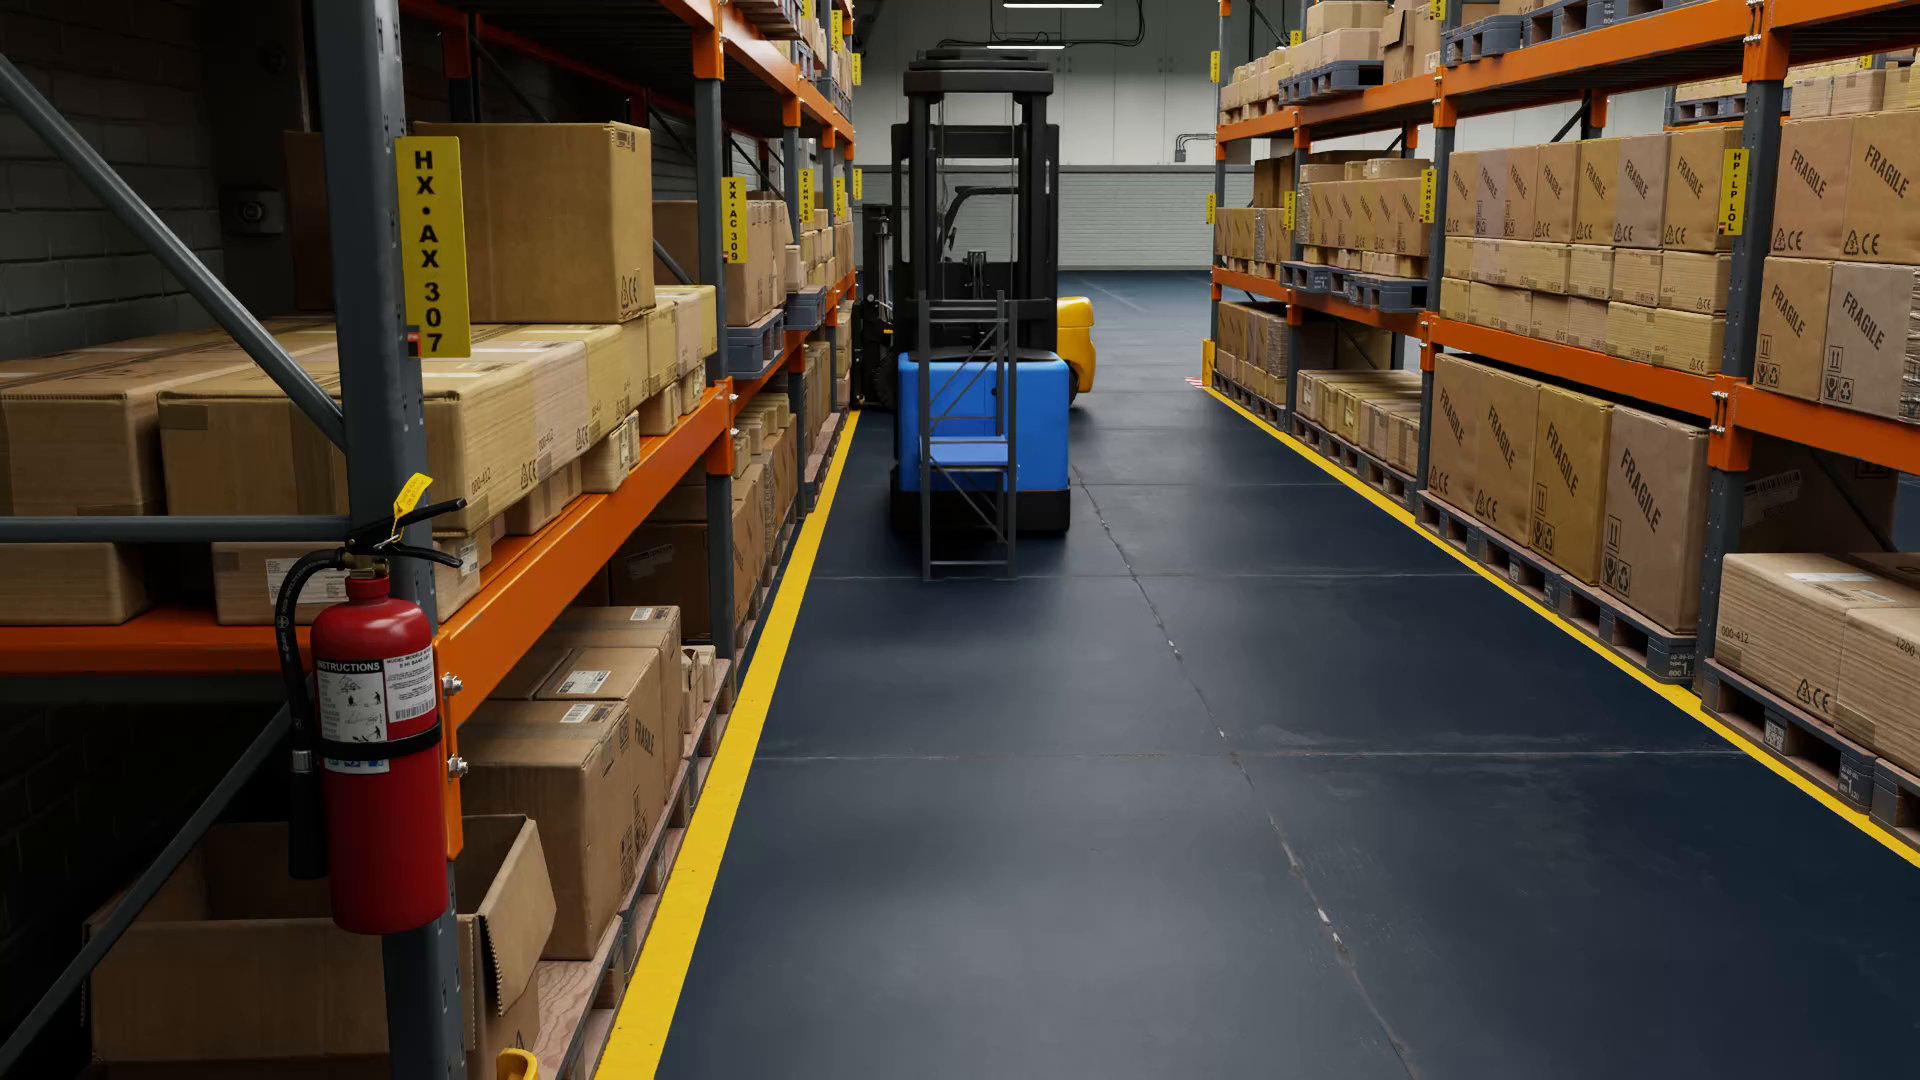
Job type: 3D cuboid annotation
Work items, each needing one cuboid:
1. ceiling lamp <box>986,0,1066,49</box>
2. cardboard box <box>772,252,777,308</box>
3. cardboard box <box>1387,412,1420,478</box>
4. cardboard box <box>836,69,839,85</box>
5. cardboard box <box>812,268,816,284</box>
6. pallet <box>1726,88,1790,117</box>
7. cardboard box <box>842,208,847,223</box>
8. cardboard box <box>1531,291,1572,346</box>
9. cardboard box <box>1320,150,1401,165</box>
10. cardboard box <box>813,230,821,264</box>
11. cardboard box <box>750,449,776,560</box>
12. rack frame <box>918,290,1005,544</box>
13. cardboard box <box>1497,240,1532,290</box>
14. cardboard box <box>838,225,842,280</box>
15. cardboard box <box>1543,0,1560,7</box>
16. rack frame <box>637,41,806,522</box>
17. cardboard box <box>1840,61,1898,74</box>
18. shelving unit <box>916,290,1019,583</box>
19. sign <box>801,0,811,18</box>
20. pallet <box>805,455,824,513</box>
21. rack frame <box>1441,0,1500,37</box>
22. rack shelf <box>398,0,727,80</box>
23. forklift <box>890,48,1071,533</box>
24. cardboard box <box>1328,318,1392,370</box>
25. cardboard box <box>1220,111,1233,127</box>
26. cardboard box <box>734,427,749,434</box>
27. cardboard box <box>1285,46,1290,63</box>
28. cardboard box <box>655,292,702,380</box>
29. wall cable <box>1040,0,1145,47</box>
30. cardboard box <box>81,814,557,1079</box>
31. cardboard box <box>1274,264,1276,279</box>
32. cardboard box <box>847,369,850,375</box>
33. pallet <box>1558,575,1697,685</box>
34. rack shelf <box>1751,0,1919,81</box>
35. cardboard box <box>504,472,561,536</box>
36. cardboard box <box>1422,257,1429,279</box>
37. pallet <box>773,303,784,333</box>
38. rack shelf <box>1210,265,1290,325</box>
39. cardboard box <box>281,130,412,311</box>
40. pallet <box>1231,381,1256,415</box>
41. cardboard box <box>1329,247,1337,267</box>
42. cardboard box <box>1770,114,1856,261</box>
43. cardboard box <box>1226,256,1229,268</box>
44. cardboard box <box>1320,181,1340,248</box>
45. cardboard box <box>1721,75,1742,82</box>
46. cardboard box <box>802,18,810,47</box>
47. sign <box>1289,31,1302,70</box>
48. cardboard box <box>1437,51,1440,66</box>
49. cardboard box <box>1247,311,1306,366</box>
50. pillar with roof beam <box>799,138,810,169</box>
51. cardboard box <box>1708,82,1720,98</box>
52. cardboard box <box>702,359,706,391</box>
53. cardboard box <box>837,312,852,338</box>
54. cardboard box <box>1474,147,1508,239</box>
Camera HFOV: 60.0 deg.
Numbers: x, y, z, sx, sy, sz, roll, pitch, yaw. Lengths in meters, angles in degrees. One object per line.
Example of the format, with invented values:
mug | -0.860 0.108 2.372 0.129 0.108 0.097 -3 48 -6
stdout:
ceiling lamp | 1.659 -14.063 42.063 2.000 3.185 0.800 0 11 -1
cardboard box | -1.060 -1.222 7.818 0.396 0.266 0.258 0 11 2
cardboard box | 3.463 -0.651 11.274 0.950 0.372 0.625 -1 12 -5
cardboard box | -1.302 -4.239 15.190 0.380 0.149 0.250 0 11 1
cardboard box | -1.286 -1.817 11.849 0.500 0.250 0.500 -1 11 -3
pallet | 8.300 -4.287 16.324 1.003 0.211 1.213 0 11 -1
cardboard box | -1.325 -3.234 16.570 0.380 0.149 0.250 0 11 -1
cardboard box | 3.270 -1.144 8.531 0.500 0.250 0.500 0 11 -1
cardboard box | 3.590 -3.188 14.717 0.700 0.500 0.500 0 11 -2
cardboard box | -1.300 -2.165 12.305 0.500 0.250 0.500 0 11 0
cardboard box | -1.231 -0.190 8.682 0.500 0.500 0.500 -1 11 -3
rack frame | 0.008 -0.713 9.803 0.500 1.500 0.032 0 11 -2
cardboard box | 3.236 -1.488 8.970 0.500 0.250 0.500 0 11 -1
cardboard box | -1.356 -2.636 15.256 0.500 0.500 0.500 0 11 0
cardboard box | 3.675 -3.149 9.185 0.700 0.500 0.500 -1 11 -4
rack frame | -1.498 -1.599 10.397 1.000 3.000 0.127 0 11 -1
cardboard box | 8.002 -4.129 14.645 0.380 0.149 0.250 0 11 -1
shelving unit | 0.028 -0.612 9.305 0.538 1.500 1.048 0 11 -2
sign | -0.955 -3.324 10.056 0.100 0.325 0.005 0 11 -1
pallet | -1.476 -0.396 11.481 1.003 0.211 1.213 0 11 -1
rack frame | 3.465 -4.560 9.904 1.000 3.000 0.127 0 11 -1
rack shelf | -1.374 -1.524 4.291 1.077 0.370 4.000 0 11 -1
forklift | 0.088 -1.723 11.179 1.130 2.935 3.031 0 11 -2
cardboard box | 3.640 -1.759 15.161 0.500 0.500 0.500 0 11 2
cardboard box | 2.982 -4.490 17.735 0.380 0.149 0.250 0 11 -1
cardboard box | -1.281 -0.488 8.519 0.380 0.149 0.250 0 11 -1
cardboard box | 3.075 -4.267 14.627 0.380 0.149 0.250 -1 11 -3
cardboard box | -1.135 -0.676 5.478 0.500 0.250 0.500 0 11 -1
wall cable | 3.890 -15.748 48.718 3.097 2.526 0.112 0 11 -1
cardboard box | -1.250 0.887 3.366 0.797 0.503 0.637 -1 11 -3
cardboard box | 3.140 -2.506 15.499 0.380 0.149 0.250 0 11 -2
cardboard box | -1.285 -1.451 15.526 0.500 0.250 0.500 0 11 -2
pallet | 3.456 0.388 7.613 1.003 0.211 1.213 0 11 -1
rack shelf | 3.589 -1.545 4.395 1.077 0.370 4.000 0 11 -1
cardboard box | -1.100 -0.105 3.665 0.380 0.149 0.250 0 11 1
cardboard box | 3.223 -1.767 10.801 0.380 0.149 0.250 0 11 1
pallet | -1.453 -1.118 8.510 1.003 0.211 1.213 0 11 -1
rack shelf | 3.341 -2.460 16.451 1.077 0.370 4.000 0 11 -1
cardboard box | -1.650 -0.947 4.924 0.500 0.500 0.500 -1 11 -3
pallet | 3.305 -1.425 16.553 1.003 0.211 1.213 0 11 -1
cardboard box | 3.120 -2.230 13.082 0.380 0.149 0.250 0 11 0
cardboard box | 3.315 -1.268 6.001 0.500 0.500 0.500 0 11 -1
cardboard box | 3.100 -3.019 18.027 0.380 0.149 0.250 0 11 -1
cardboard box | 3.113 -2.524 12.898 0.500 0.500 0.500 0 11 -1
cardboard box | 8.023 -4.750 16.704 0.500 0.250 0.500 0 11 -2
cardboard box | -1.379 -3.618 11.244 0.700 0.500 0.500 0 11 -2
sign | 2.840 -4.135 14.052 0.100 0.325 0.005 0 11 -1
cardboard box | 3.248 -3.029 10.532 0.380 0.149 0.250 0 11 -1
cardboard box | 3.078 -1.960 16.150 0.500 0.500 0.500 0 11 2
pillar with roof beam | 1.506 -8.390 28.783 9.100 9.000 0.400 0 11 -1
cardboard box | 7.949 -4.632 17.128 0.380 0.149 0.250 0 11 -1
cardboard box | -1.156 -0.618 6.195 0.380 0.149 0.250 0 11 0
cardboard box | -1.299 -2.040 15.917 0.500 0.250 0.500 0 11 1
cardboard box | 3.251 -1.962 9.417 0.500 0.500 0.500 0 11 -1
